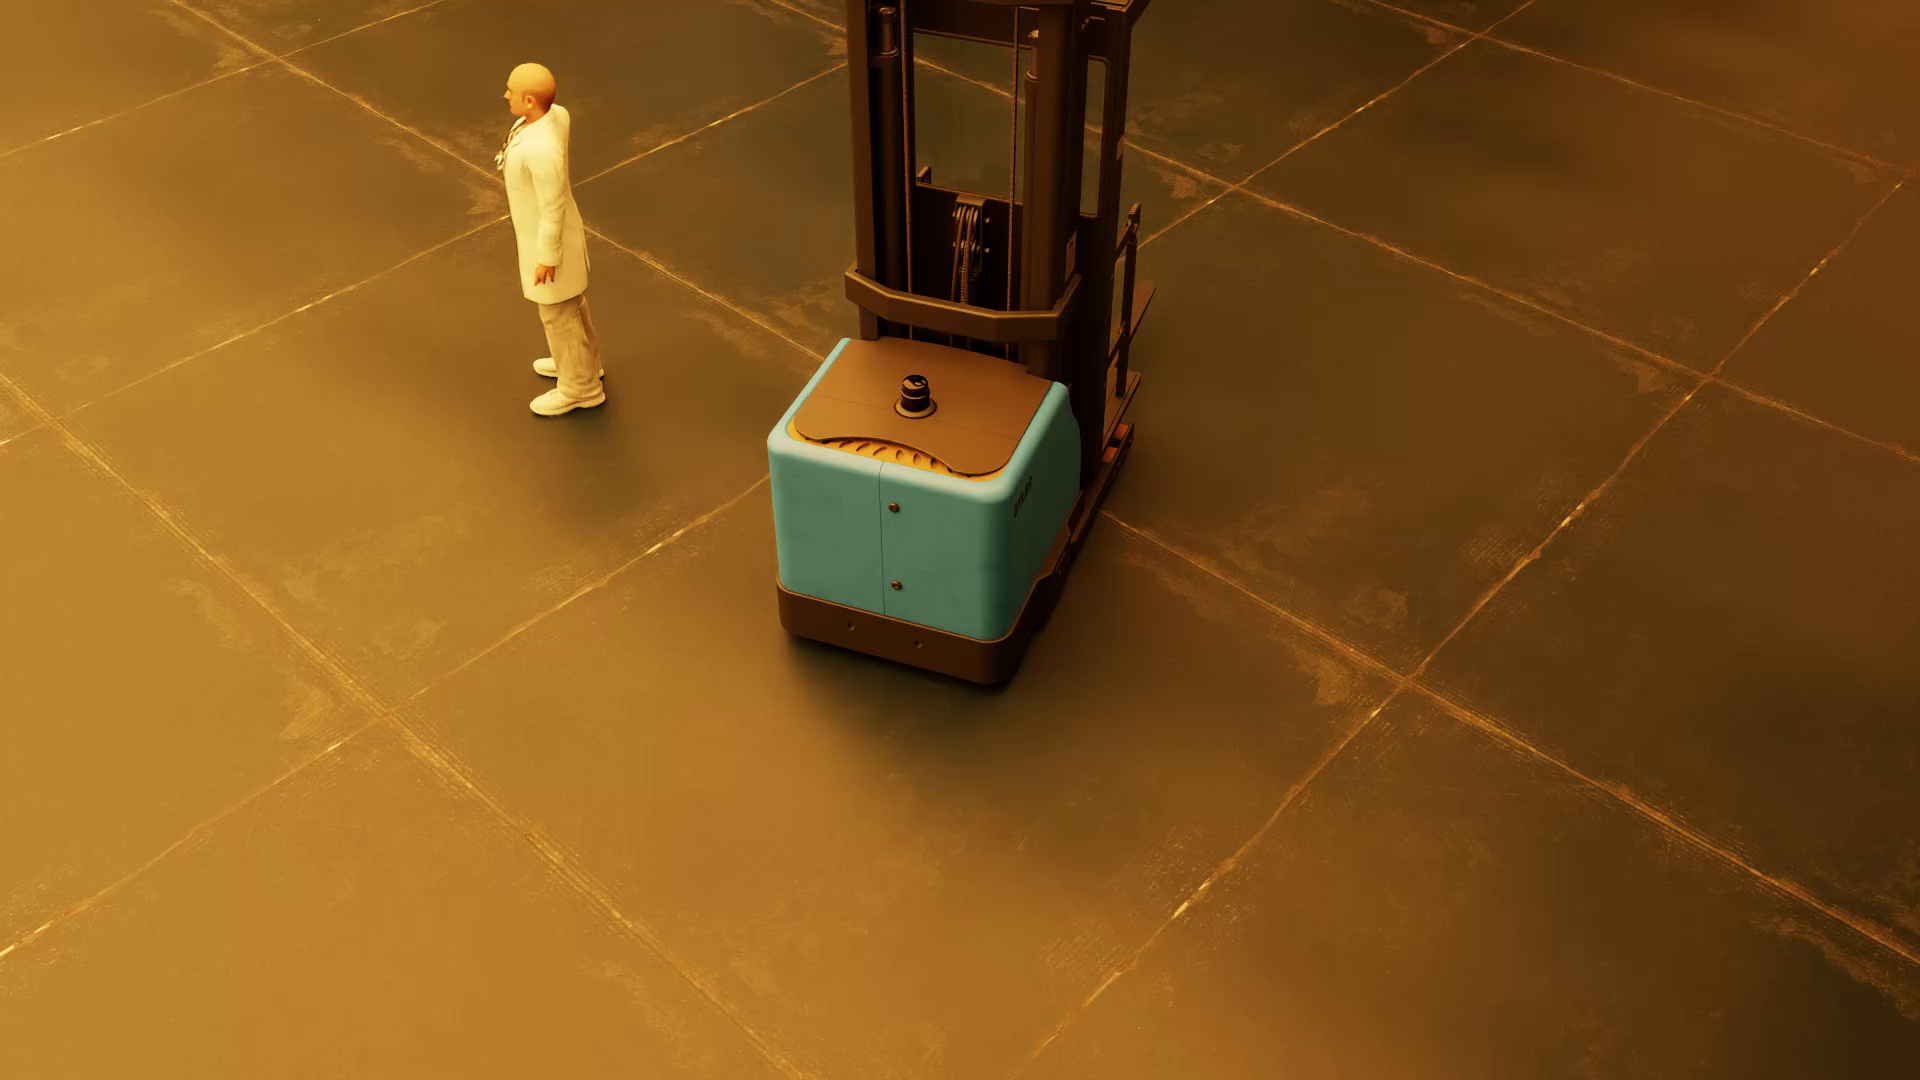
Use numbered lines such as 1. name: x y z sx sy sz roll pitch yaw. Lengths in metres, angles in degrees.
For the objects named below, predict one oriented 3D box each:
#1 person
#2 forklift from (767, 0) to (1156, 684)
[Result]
1. person: -2.002 -1.441 7.993 0.399 1.781 0.548 -5 41 -6
2. forklift: 0.211 -1.484 7.158 1.130 2.935 3.031 14 42 15
